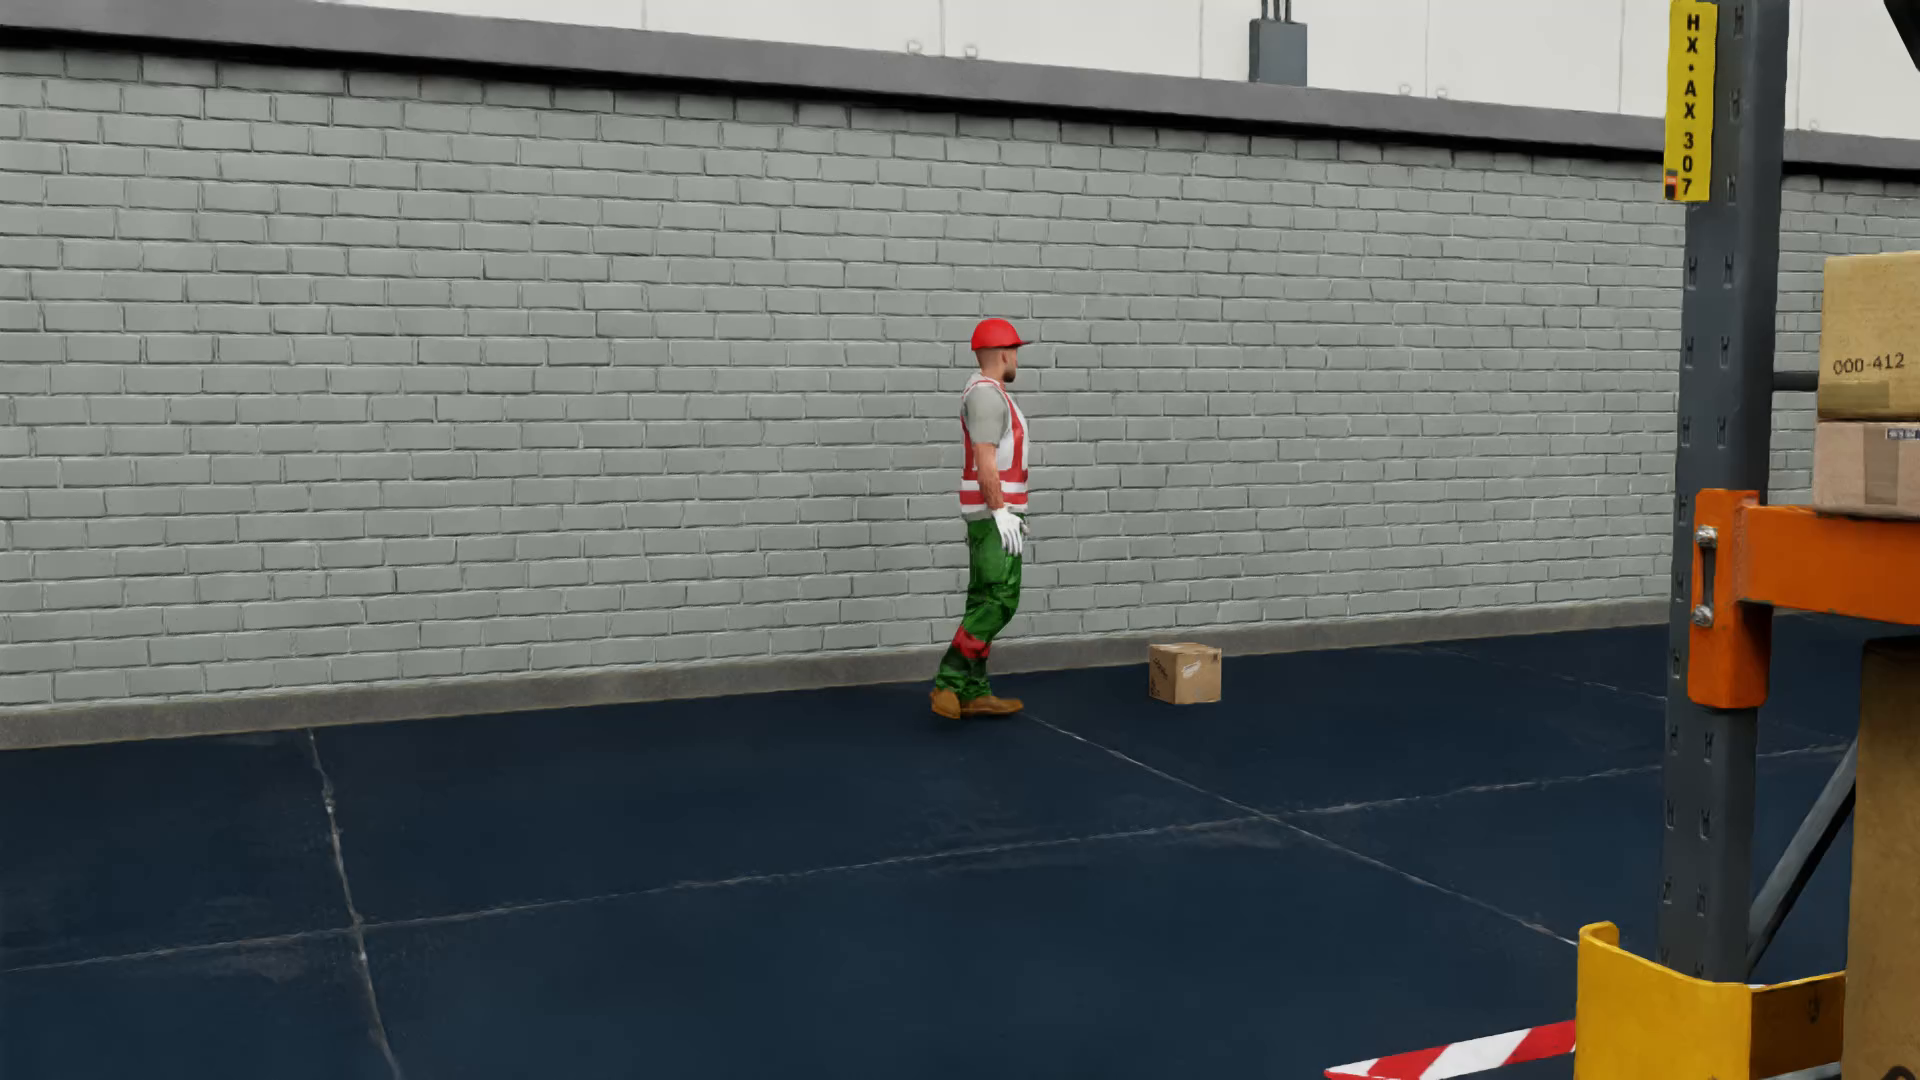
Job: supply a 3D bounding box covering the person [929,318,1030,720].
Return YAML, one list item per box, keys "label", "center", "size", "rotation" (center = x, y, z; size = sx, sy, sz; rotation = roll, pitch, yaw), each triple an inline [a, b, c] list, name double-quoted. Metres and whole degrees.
- label: "person"
  center: [0.095, -0.094, 7.393]
  size: [0.449, 1.782, 0.700]
  rotation: [0, 5, 5]
